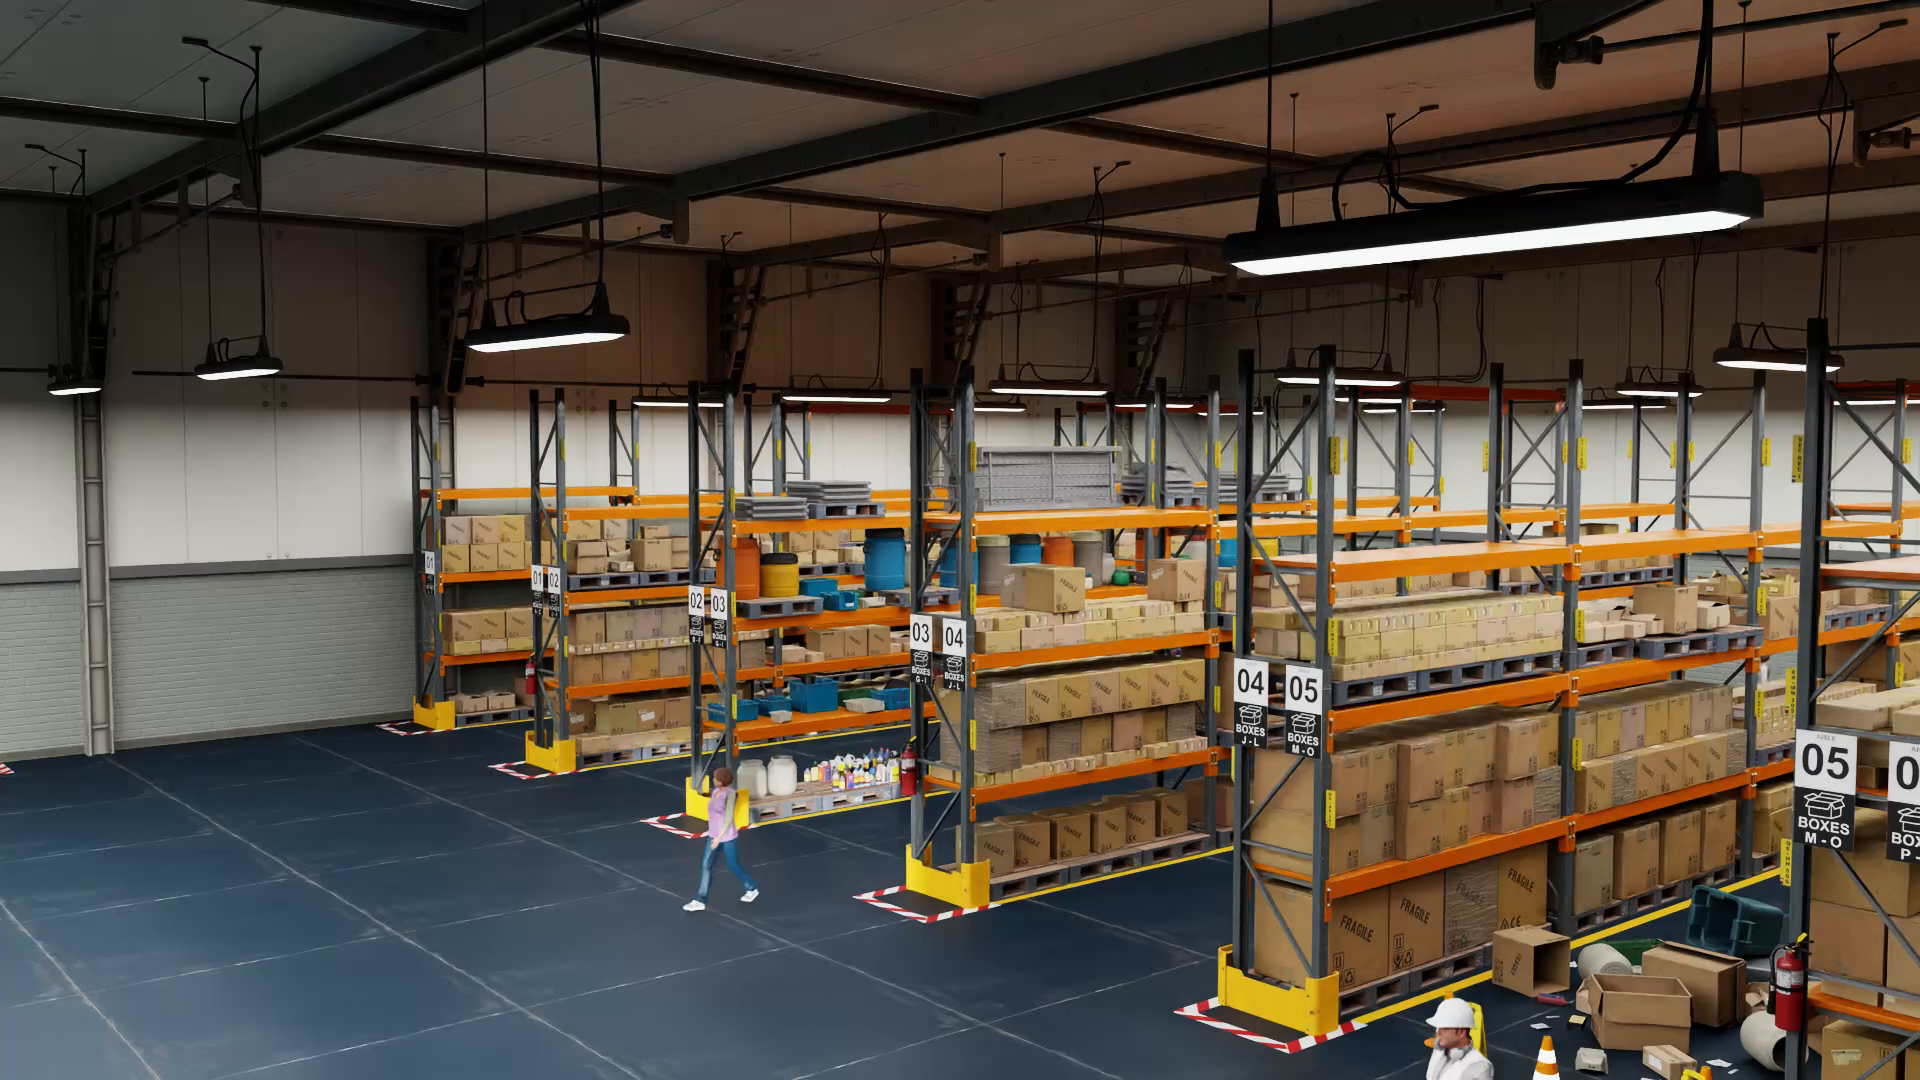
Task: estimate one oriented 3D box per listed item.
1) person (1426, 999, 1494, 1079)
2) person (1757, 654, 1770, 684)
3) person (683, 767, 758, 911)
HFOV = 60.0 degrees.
[{"bbox_3d":[2.977,3.674,10.152,0.845,1.746,0.573,-1,3,-11],"label":"person"},{"bbox_3d":[13.966,2.672,28.759,0.819,1.564,0.414,3,5,45],"label":"person"},{"bbox_3d":[-2.640,3.283,18.372,0.903,1.551,0.441,-3,5,-42],"label":"person"}]
